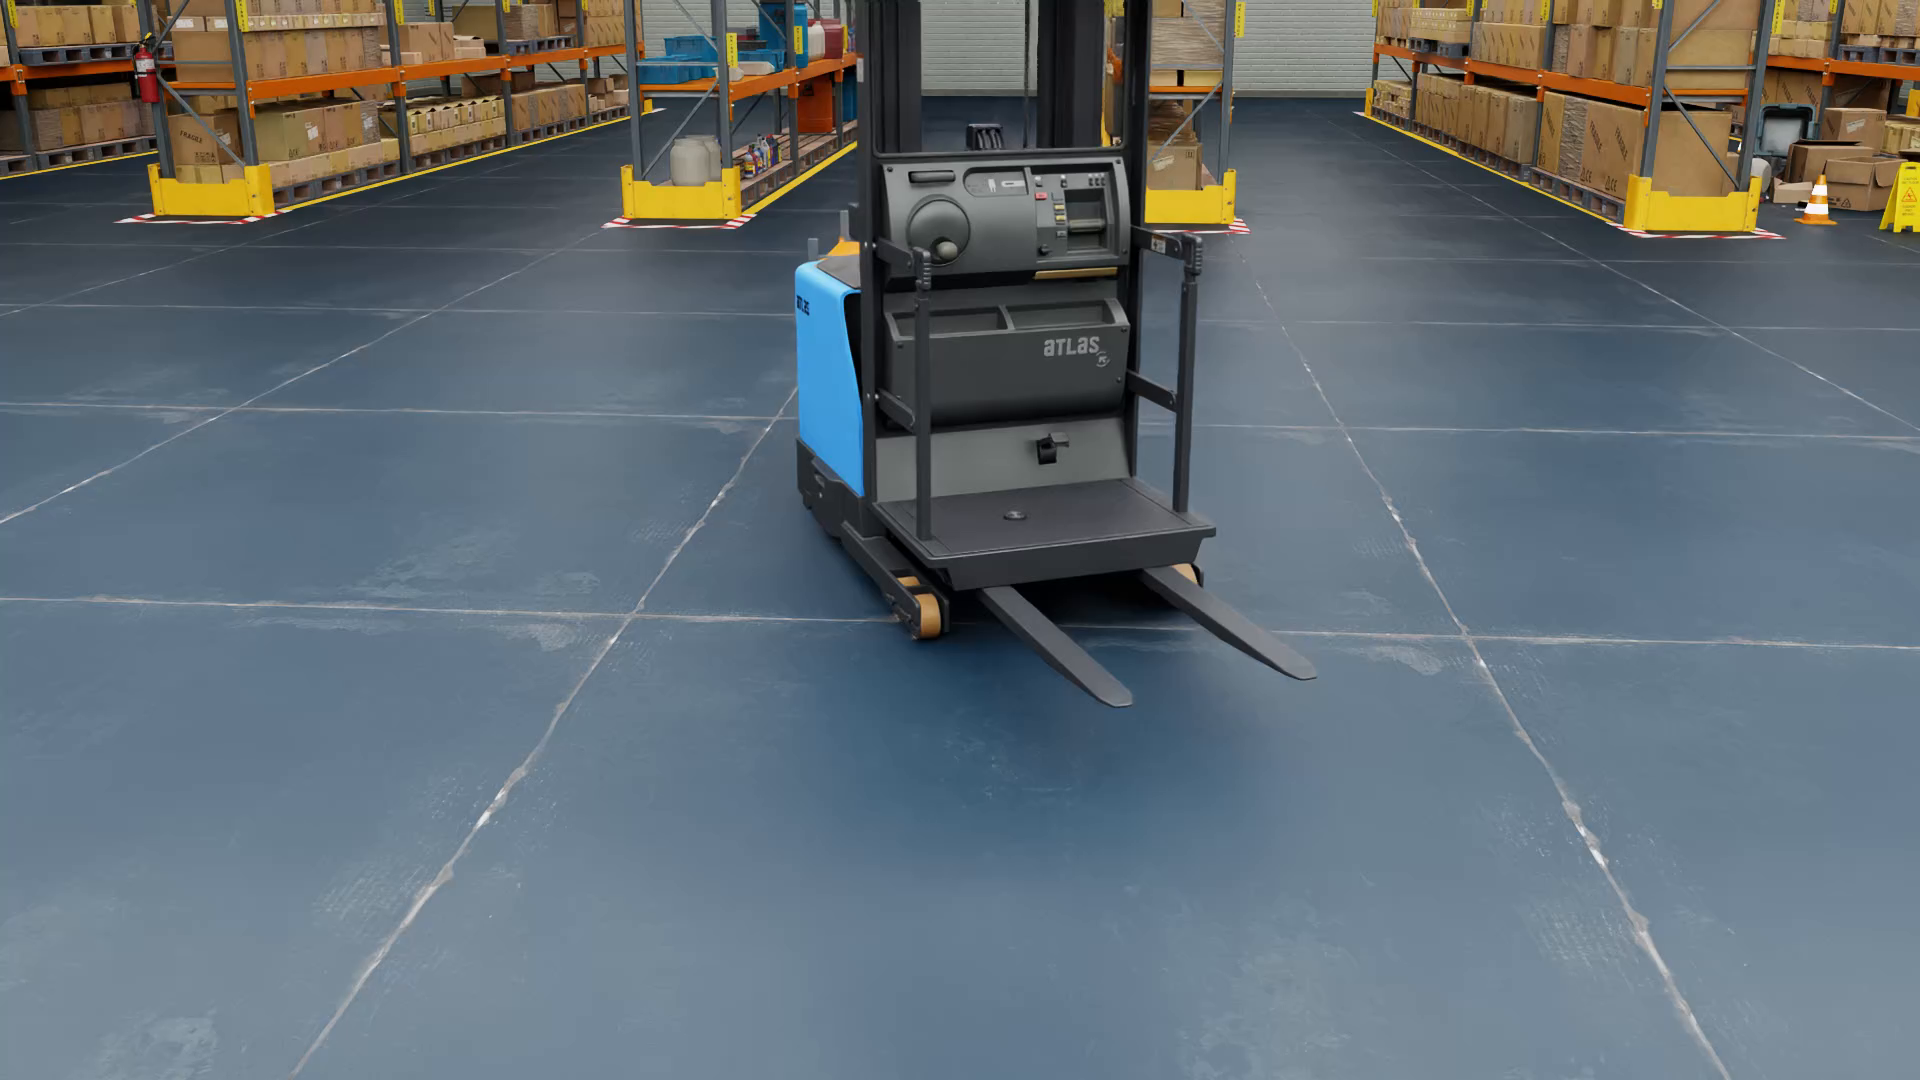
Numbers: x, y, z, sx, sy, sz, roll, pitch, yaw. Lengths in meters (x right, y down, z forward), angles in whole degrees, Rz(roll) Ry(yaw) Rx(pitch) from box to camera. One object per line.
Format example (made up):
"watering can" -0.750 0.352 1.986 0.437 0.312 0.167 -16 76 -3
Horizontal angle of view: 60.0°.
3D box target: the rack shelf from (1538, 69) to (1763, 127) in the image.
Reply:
"rack shelf" 7.226 -4.741 17.731 1.077 0.370 4.000 1 18 4

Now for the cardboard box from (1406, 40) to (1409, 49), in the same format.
"cardboard box" 7.640 -8.246 27.675 0.380 0.149 0.250 1 18 2

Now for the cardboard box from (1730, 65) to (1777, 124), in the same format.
"cardboard box" 12.923 -7.105 26.528 0.875 0.875 0.875 2 18 6

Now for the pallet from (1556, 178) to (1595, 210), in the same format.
"pallet" 7.152 -3.765 18.074 1.003 0.211 1.213 1 18 4

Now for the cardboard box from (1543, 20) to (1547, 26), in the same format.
"cardboard box" 7.399 -6.381 19.814 0.700 0.500 0.500 1 18 3

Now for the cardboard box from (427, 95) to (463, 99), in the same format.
"cardboard box" -7.495 -6.314 24.217 0.500 0.311 0.500 2 18 6

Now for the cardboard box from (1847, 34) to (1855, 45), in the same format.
"cardboard box" 12.392 -6.851 22.743 0.380 0.149 0.250 0 18 1

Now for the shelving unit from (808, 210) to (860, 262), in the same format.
"shelving unit" -0.389 -0.958 8.040 0.538 1.125 1.048 1 18 4

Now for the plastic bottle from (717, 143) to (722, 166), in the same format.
"plastic bottle" -2.873 -4.580 19.760 0.097 0.271 0.097 0 18 0

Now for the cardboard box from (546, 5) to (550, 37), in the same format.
"cardboard box" -7.121 -8.443 27.039 0.700 0.500 0.500 4 19 13

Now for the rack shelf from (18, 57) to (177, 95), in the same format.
"rack shelf" -12.249 -6.458 22.968 1.077 0.370 4.000 1 18 4

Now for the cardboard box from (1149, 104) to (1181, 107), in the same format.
"cardboard box" 2.661 -5.729 22.897 0.700 0.500 0.500 0 18 -1

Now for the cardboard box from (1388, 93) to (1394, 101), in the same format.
"cardboard box" 7.880 -7.937 29.754 0.380 0.149 0.250 0 18 1

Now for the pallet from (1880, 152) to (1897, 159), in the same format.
"pallet" 12.453 -4.922 21.605 1.003 0.211 1.213 1 18 4

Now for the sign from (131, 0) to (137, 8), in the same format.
"sign" -8.278 -5.506 16.668 0.100 0.325 0.005 1 18 4

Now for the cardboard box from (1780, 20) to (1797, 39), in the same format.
"cardboard box" 12.431 -7.509 24.459 0.500 0.250 0.500 1 18 2

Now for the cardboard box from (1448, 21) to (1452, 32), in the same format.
"cardboard box" 7.255 -7.415 23.986 0.380 0.149 0.250 2 18 6

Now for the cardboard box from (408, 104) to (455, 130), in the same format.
"cardboard box" -7.096 -5.667 22.242 0.500 0.311 0.500 1 18 2

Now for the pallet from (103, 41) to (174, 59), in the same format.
"pallet" -12.051 -7.106 24.099 1.213 0.211 1.003 1 18 4

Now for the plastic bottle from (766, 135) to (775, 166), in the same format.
"plastic bottle" -2.283 -4.641 19.818 0.144 0.351 0.185 0 18 1

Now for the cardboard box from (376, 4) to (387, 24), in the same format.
"cardboard box" -11.559 -9.889 31.804 0.980 0.700 0.700 2 18 6

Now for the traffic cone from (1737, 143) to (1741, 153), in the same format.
"traffic cone" 10.030 -4.949 21.282 0.336 0.463 0.334 1 18 4

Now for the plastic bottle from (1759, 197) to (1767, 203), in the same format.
"plastic bottle" 8.660 -3.717 18.169 0.283 0.061 0.133 -5 19 -15

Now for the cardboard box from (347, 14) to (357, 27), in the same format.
"cardboard box" -7.311 -6.096 19.506 0.380 0.149 0.250 1 18 4

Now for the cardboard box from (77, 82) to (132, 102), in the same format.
"cardboard box" -12.209 -6.398 23.734 0.500 0.250 0.500 2 18 5

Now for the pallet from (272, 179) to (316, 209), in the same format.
"pallet" -7.725 -3.740 17.997 1.003 0.211 1.213 1 18 4

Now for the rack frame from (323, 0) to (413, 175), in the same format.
"rack frame" -7.451 -6.069 20.627 1.000 3.000 0.127 1 18 4

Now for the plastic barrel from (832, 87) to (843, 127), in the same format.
"plastic barrel" -2.125 -6.756 25.923 0.600 0.588 0.708 1 18 4

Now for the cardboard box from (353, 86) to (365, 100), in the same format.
"cardboard box" -11.554 -8.386 31.037 0.700 0.500 0.500 1 18 2

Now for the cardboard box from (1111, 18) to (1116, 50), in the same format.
"cardboard box" 2.685 -8.085 26.620 0.500 0.500 0.500 1 18 4

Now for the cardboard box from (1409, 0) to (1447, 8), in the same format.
"cardboard box" 7.707 -9.005 27.344 0.500 0.500 0.500 1 18 2

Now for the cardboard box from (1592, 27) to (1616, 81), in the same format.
"cardboard box" 7.244 -5.158 17.605 0.875 0.550 0.500 1 18 4

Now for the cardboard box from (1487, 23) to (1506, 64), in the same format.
"cardboard box" 7.284 -6.546 21.923 0.500 0.500 0.500 1 18 4

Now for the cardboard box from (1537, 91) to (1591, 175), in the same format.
"cardboard box" 7.254 -4.701 19.189 0.875 0.875 0.875 2 18 5

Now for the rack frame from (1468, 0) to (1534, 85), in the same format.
"rack frame" 7.656 -6.947 23.306 1.000 3.000 0.127 1 18 4

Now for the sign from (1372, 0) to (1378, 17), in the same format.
"sign" 7.688 -9.855 30.791 0.100 0.325 0.005 1 18 4

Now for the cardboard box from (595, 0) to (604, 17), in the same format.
"cardboard box" -6.527 -9.376 28.955 0.500 0.500 0.500 1 18 2

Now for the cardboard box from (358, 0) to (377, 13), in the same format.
"cardboard box" -7.477 -6.595 19.988 0.700 0.500 0.500 1 18 4

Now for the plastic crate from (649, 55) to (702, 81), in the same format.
"plastic crate" -3.008 -5.008 17.628 0.499 0.251 0.408 1 18 4

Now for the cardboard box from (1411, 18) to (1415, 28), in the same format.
"cardboard box" 7.456 -8.298 26.683 0.380 0.149 0.250 2 18 5

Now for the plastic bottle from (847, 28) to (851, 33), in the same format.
"plastic bottle" -1.821 -8.129 26.993 0.144 0.351 0.185 1 18 4

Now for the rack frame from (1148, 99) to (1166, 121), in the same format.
"rack frame" 2.433 -5.846 19.948 0.949 2.616 0.053 1 18 4

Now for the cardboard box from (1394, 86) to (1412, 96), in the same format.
"cardboard box" 7.722 -7.756 28.723 0.380 0.149 0.250 0 18 1

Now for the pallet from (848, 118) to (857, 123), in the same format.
"pallet" -2.034 -6.878 27.574 1.003 0.211 1.213 1 18 4

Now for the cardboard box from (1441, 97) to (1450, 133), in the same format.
"cardboard box" 7.483 -6.330 24.763 0.500 0.500 0.500 2 18 6

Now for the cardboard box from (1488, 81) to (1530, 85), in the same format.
"cardboard box" 7.947 -6.524 24.150 0.500 0.250 0.500 0 18 1

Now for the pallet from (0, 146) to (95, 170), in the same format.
"pallet" -12.338 -5.095 22.133 1.003 0.211 1.213 1 18 4

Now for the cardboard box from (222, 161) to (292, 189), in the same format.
"cardboard box" -7.478 -3.881 17.691 0.500 0.250 0.500 1 18 4

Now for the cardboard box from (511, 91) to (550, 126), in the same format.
"cardboard box" -6.774 -6.786 26.123 0.500 0.500 0.500 1 18 3

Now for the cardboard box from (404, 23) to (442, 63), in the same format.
"cardboard box" -7.306 -6.674 22.312 0.500 0.500 0.500 1 18 4

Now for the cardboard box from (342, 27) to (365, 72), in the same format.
"cardboard box" -7.508 -5.814 19.690 0.700 0.500 0.500 1 18 3

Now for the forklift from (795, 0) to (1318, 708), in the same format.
"forklift" 0.250 -1.183 5.827 1.130 2.935 3.031 -6 19 -19

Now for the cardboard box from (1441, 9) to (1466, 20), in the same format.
"cardboard box" 7.288 -7.714 24.422 0.380 0.149 0.250 2 18 6
